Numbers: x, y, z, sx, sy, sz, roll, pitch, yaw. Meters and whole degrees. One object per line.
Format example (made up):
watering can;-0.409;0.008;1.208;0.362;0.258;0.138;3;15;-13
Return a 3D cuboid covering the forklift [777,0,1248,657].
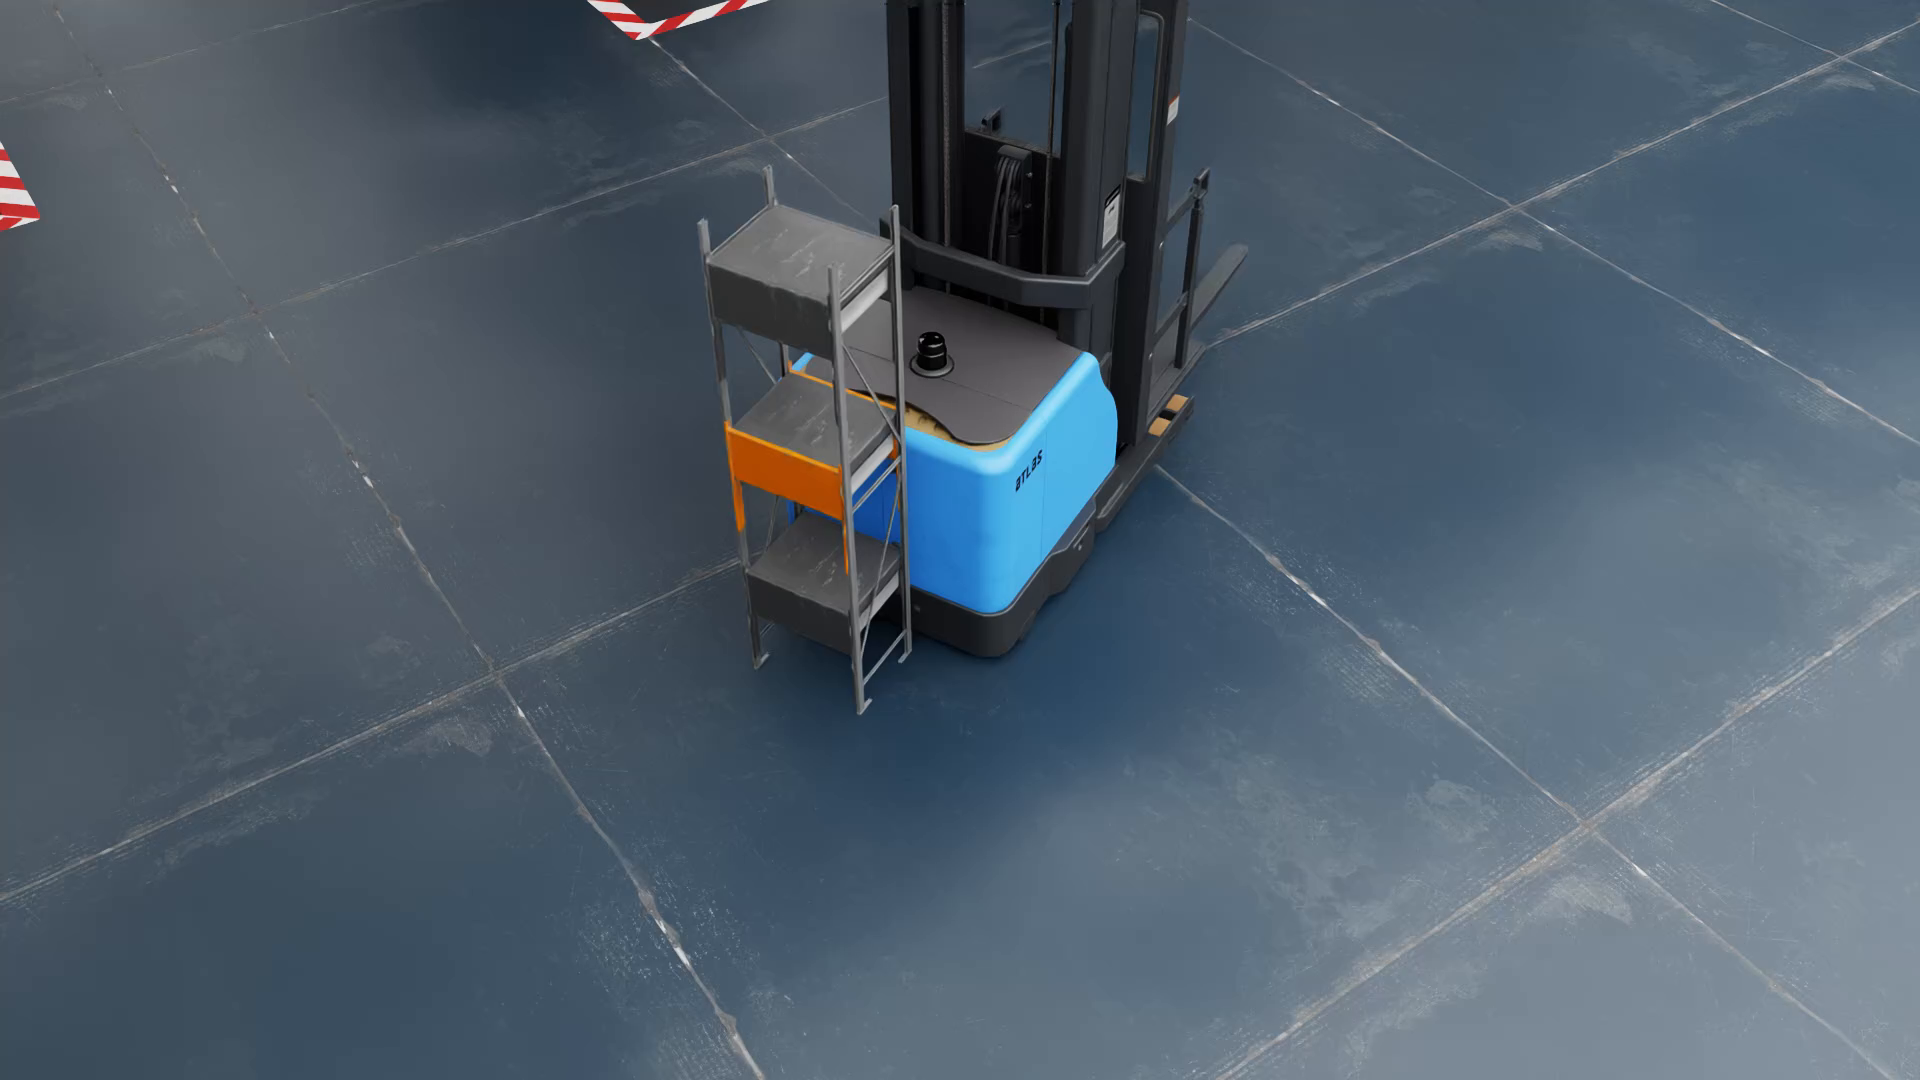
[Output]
forklift;0.439;-1.600;6.795;1.130;2.935;3.031;21;48;21

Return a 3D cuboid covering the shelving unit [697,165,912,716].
shelving unit;-0.513;-0.274;6.008;0.503;2.100;0.431;21;48;21

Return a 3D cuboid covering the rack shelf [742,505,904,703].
rack shelf;-0.513;0.242;6.500;0.480;0.518;0.431;21;48;21

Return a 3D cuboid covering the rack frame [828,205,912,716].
rack frame;-0.300;-0.192;5.921;0.015;2.100;0.400;21;48;21

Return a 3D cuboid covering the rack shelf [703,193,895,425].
rack shelf;-0.513;-0.771;5.534;0.480;0.518;0.431;21;48;21

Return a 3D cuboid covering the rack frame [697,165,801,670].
rack frame;-0.725;-0.357;6.094;0.015;2.100;0.400;21;48;21

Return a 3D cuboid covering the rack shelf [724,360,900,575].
rack shelf;-0.513;-0.264;6.017;0.480;0.518;0.431;21;48;21
